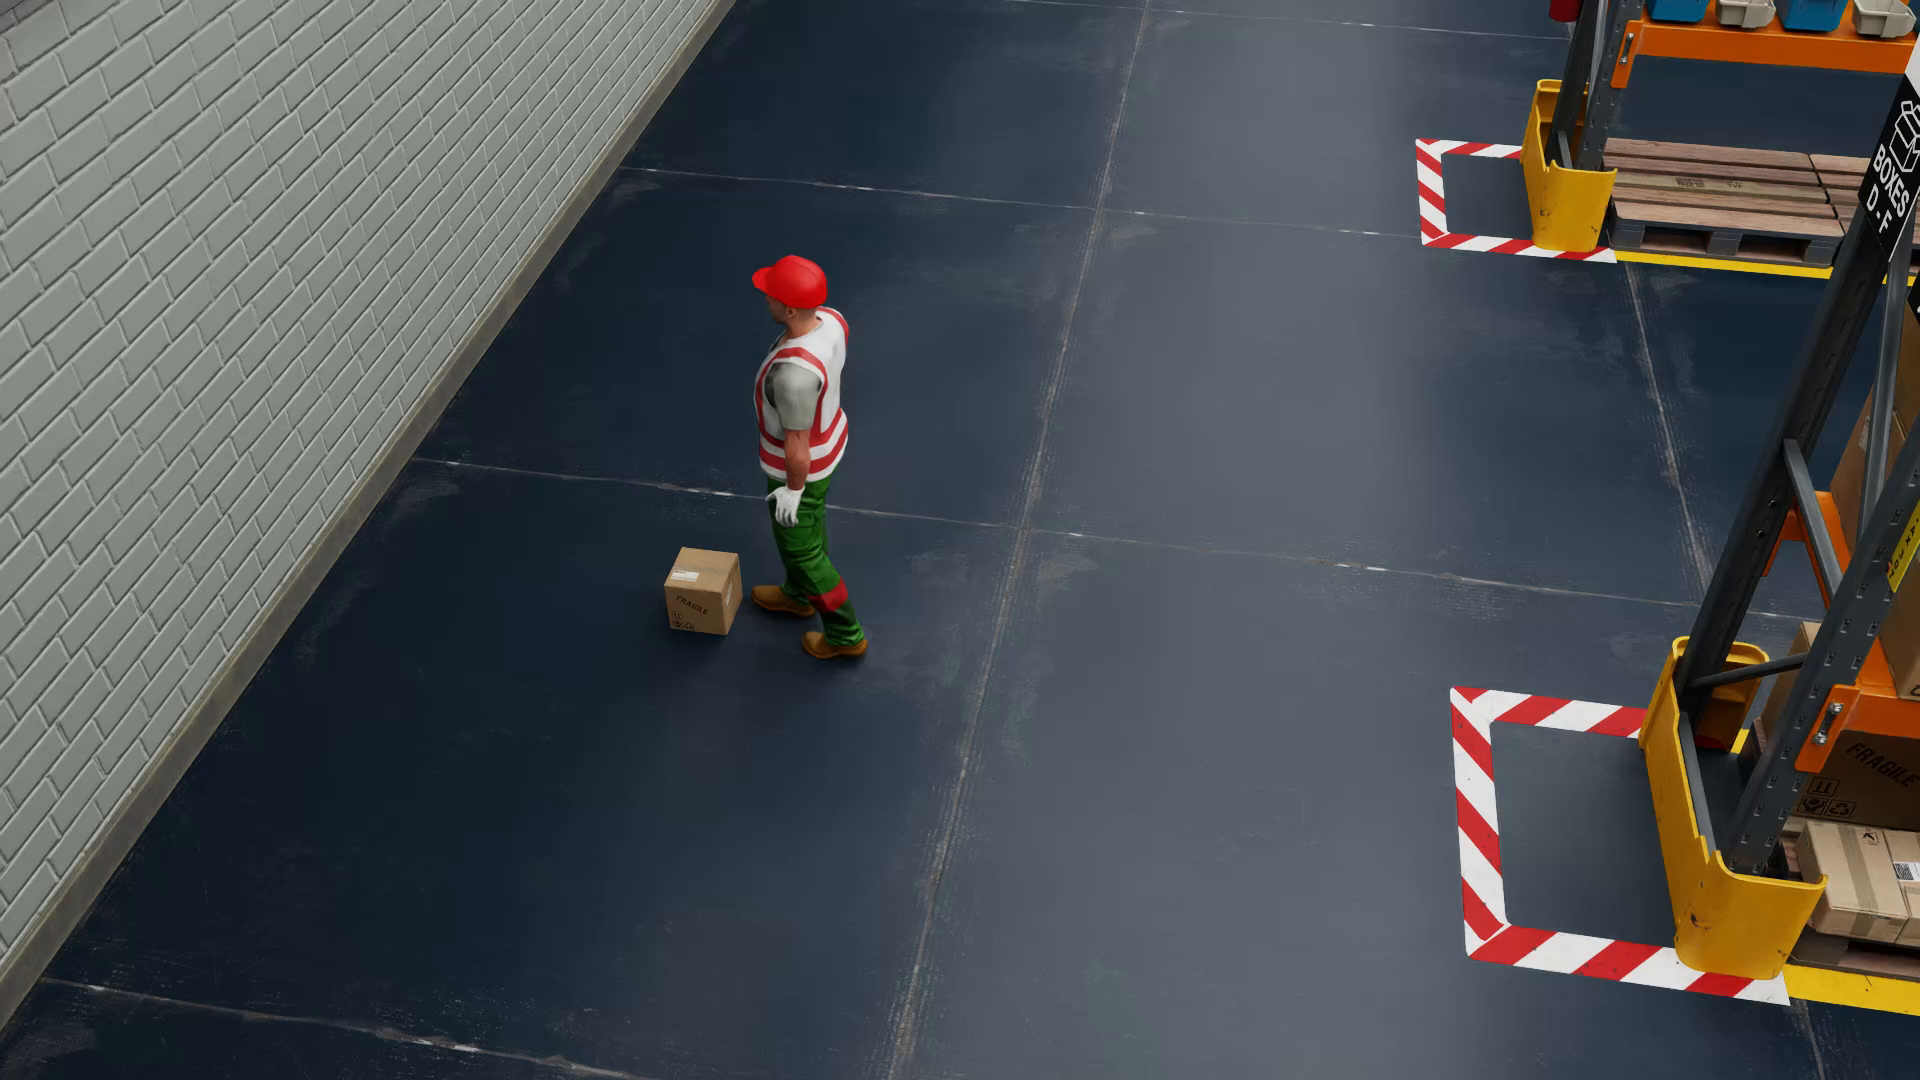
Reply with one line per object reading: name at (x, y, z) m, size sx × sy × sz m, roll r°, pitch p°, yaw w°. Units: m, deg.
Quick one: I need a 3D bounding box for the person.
person at (-0.640, -0.328, 6.520) m, size 0.589 × 1.799 × 0.560 m, roll 10°, pitch 41°, yaw 12°
